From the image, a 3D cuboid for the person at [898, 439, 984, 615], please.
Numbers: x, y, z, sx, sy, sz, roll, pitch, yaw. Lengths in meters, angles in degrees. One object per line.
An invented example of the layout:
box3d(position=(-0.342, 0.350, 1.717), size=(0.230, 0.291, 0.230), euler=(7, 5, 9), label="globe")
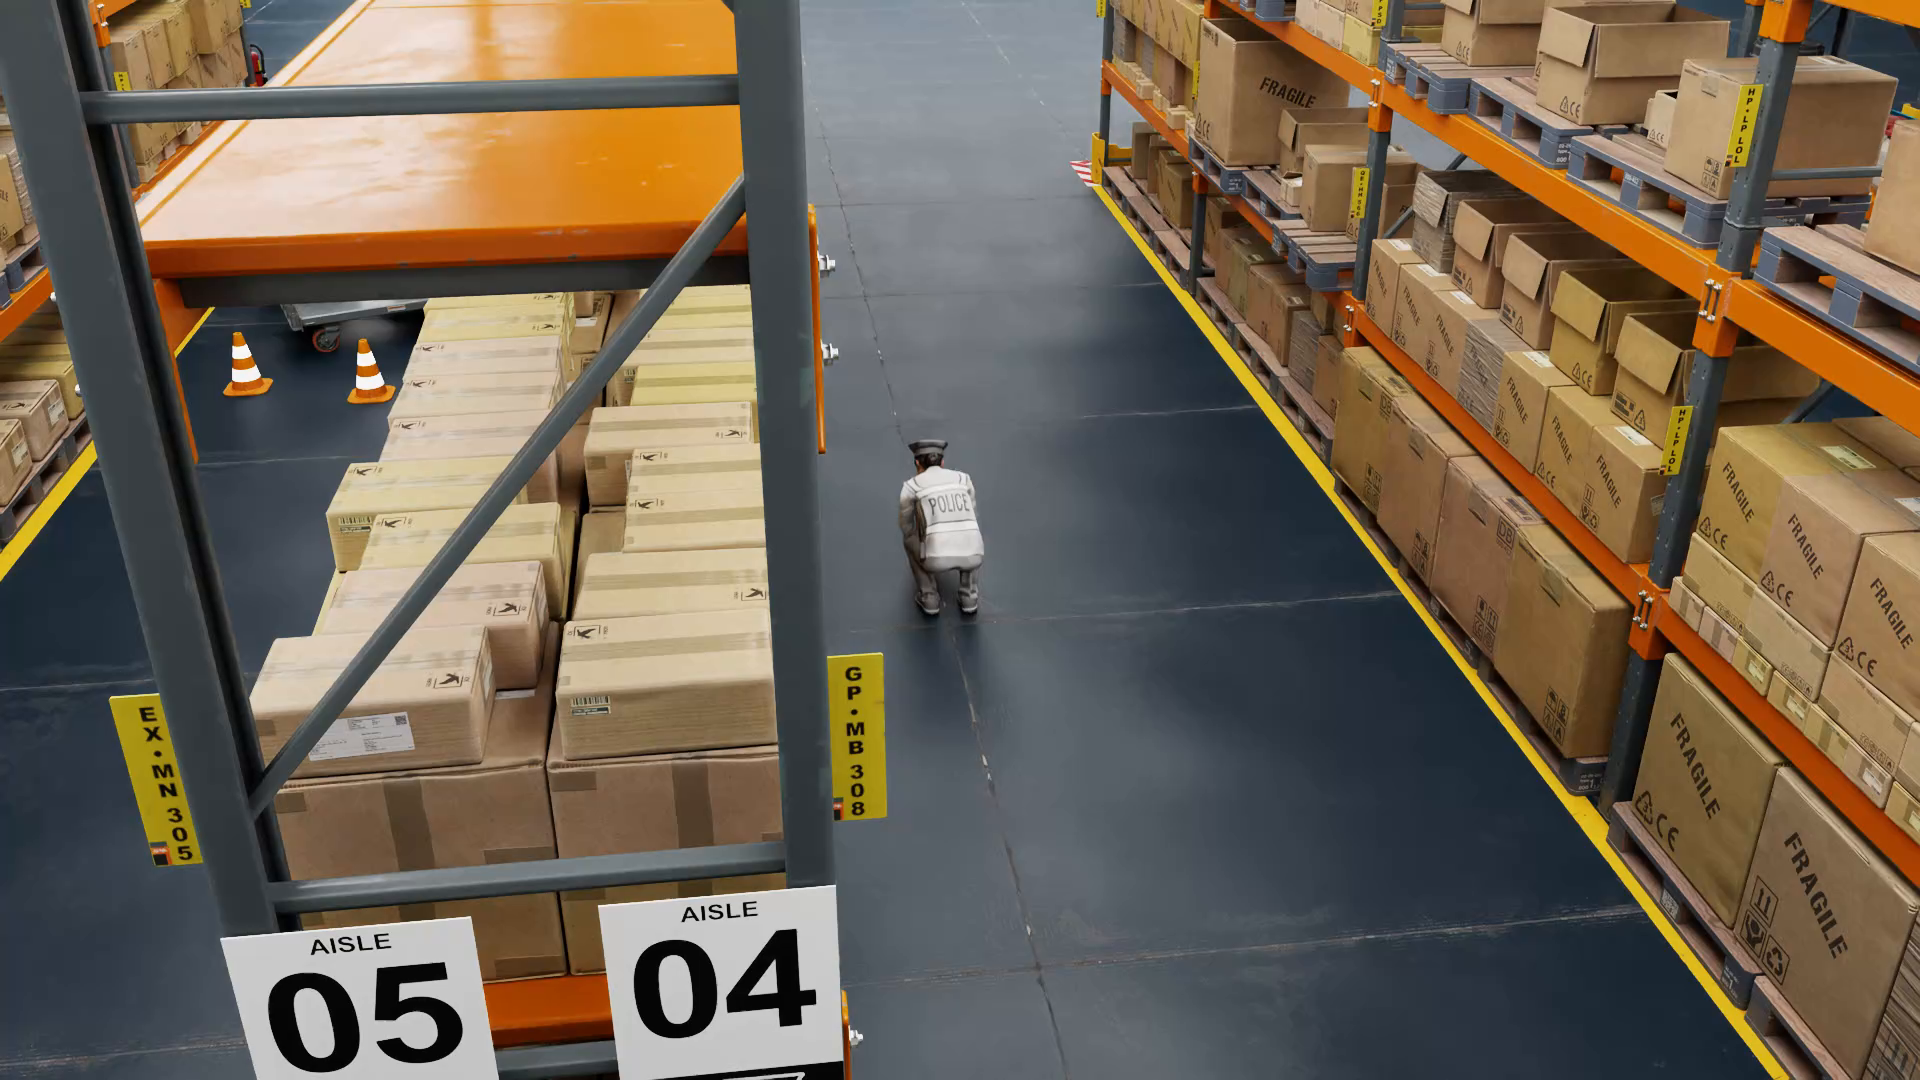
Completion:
box3d(position=(-0.107, -0.086, 10.029), size=(0.497, 0.964, 0.821), euler=(-4, 28, -8), label="person")
